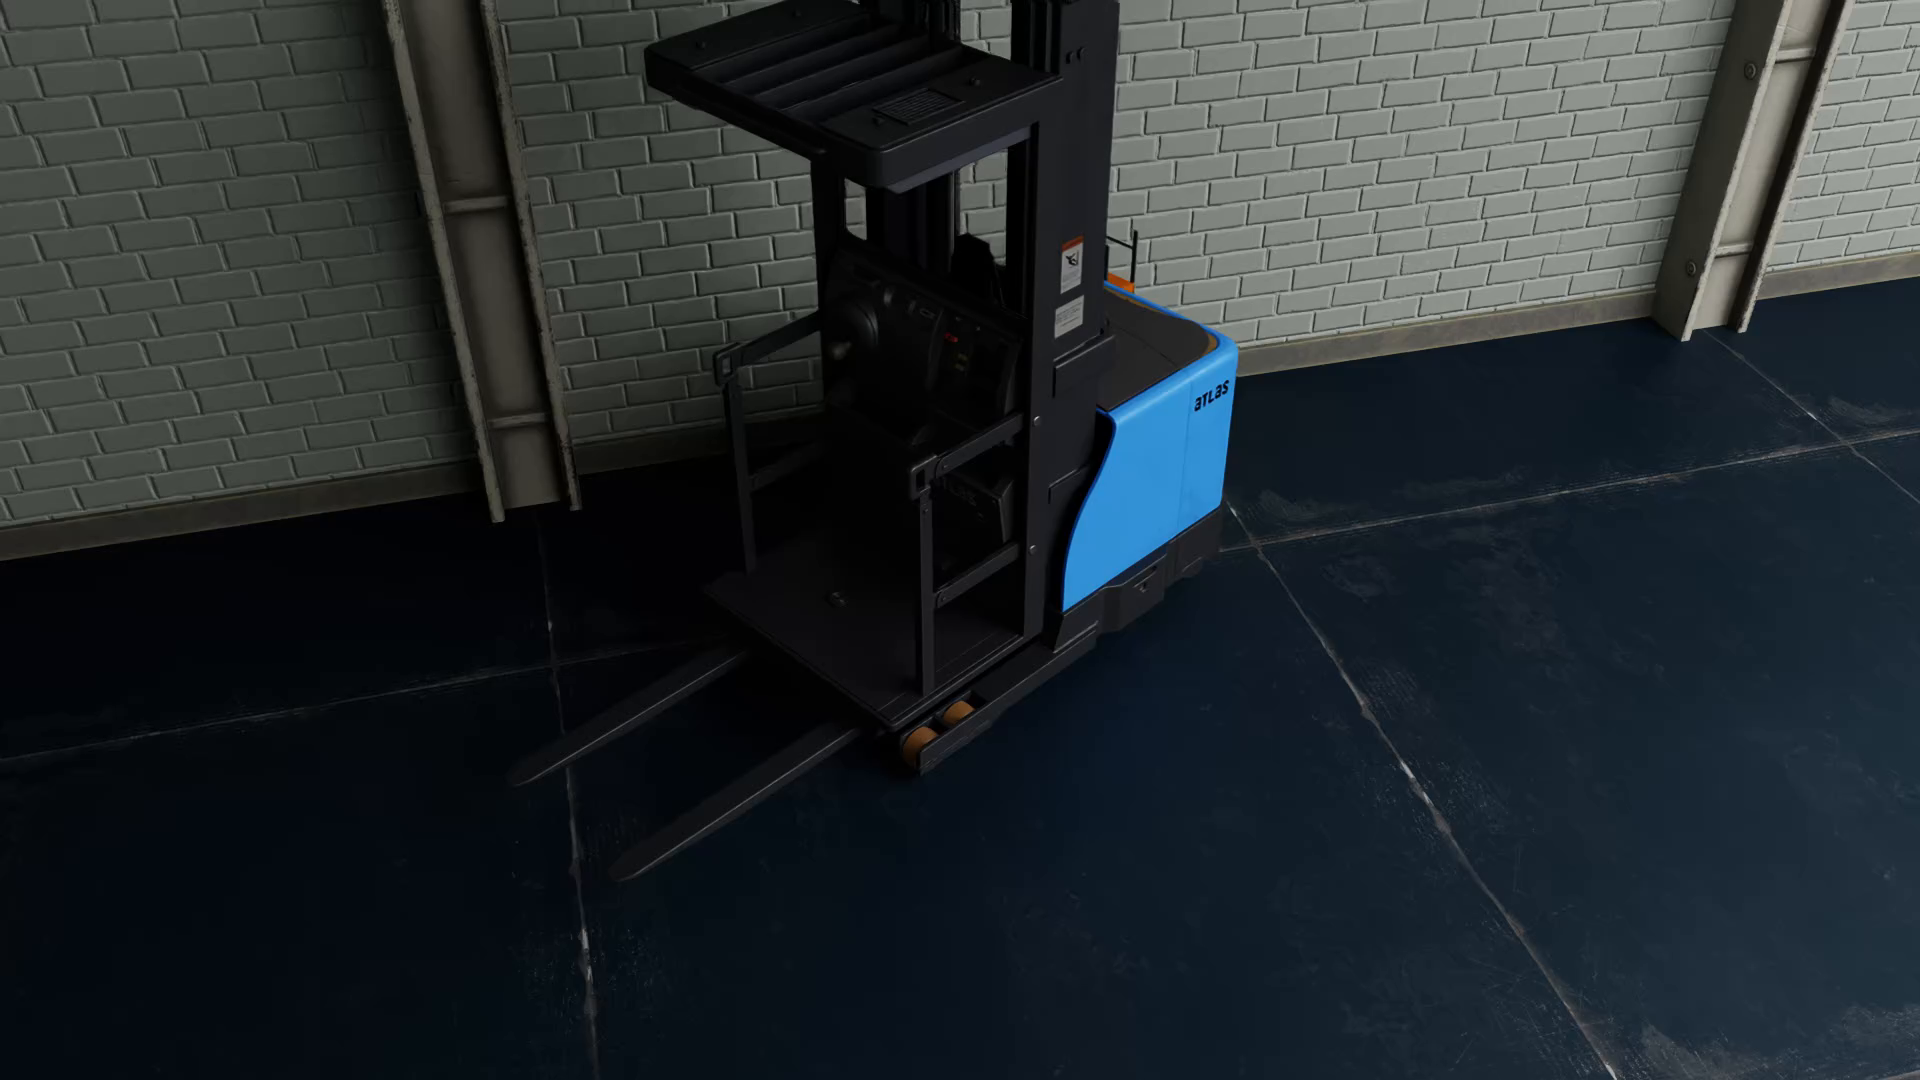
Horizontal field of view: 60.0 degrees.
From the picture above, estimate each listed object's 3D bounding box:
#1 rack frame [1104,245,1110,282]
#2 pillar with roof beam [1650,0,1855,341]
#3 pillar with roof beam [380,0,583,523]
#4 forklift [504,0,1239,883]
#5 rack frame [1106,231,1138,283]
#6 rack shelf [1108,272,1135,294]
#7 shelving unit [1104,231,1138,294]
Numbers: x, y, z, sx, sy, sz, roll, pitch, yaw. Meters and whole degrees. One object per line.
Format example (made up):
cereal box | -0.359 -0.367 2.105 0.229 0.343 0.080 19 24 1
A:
rack frame | 0.531 -0.786 7.289 0.240 1.200 0.006 31 47 34
pillar with roof beam | 4.997 -2.197 2.715 0.400 9.000 9.100 -9 38 -12
pillar with roof beam | -0.796 -1.246 1.473 0.400 9.000 9.100 -9 38 -12
forklift | -0.288 -0.664 5.706 1.130 2.935 3.031 31 47 34
rack frame | 0.660 -0.864 7.392 0.240 1.200 0.006 31 47 34
rack shelf | 0.596 -1.076 7.149 0.258 0.103 0.180 31 47 34
shelving unit | 0.595 -0.825 7.341 0.258 1.200 0.189 31 47 34
